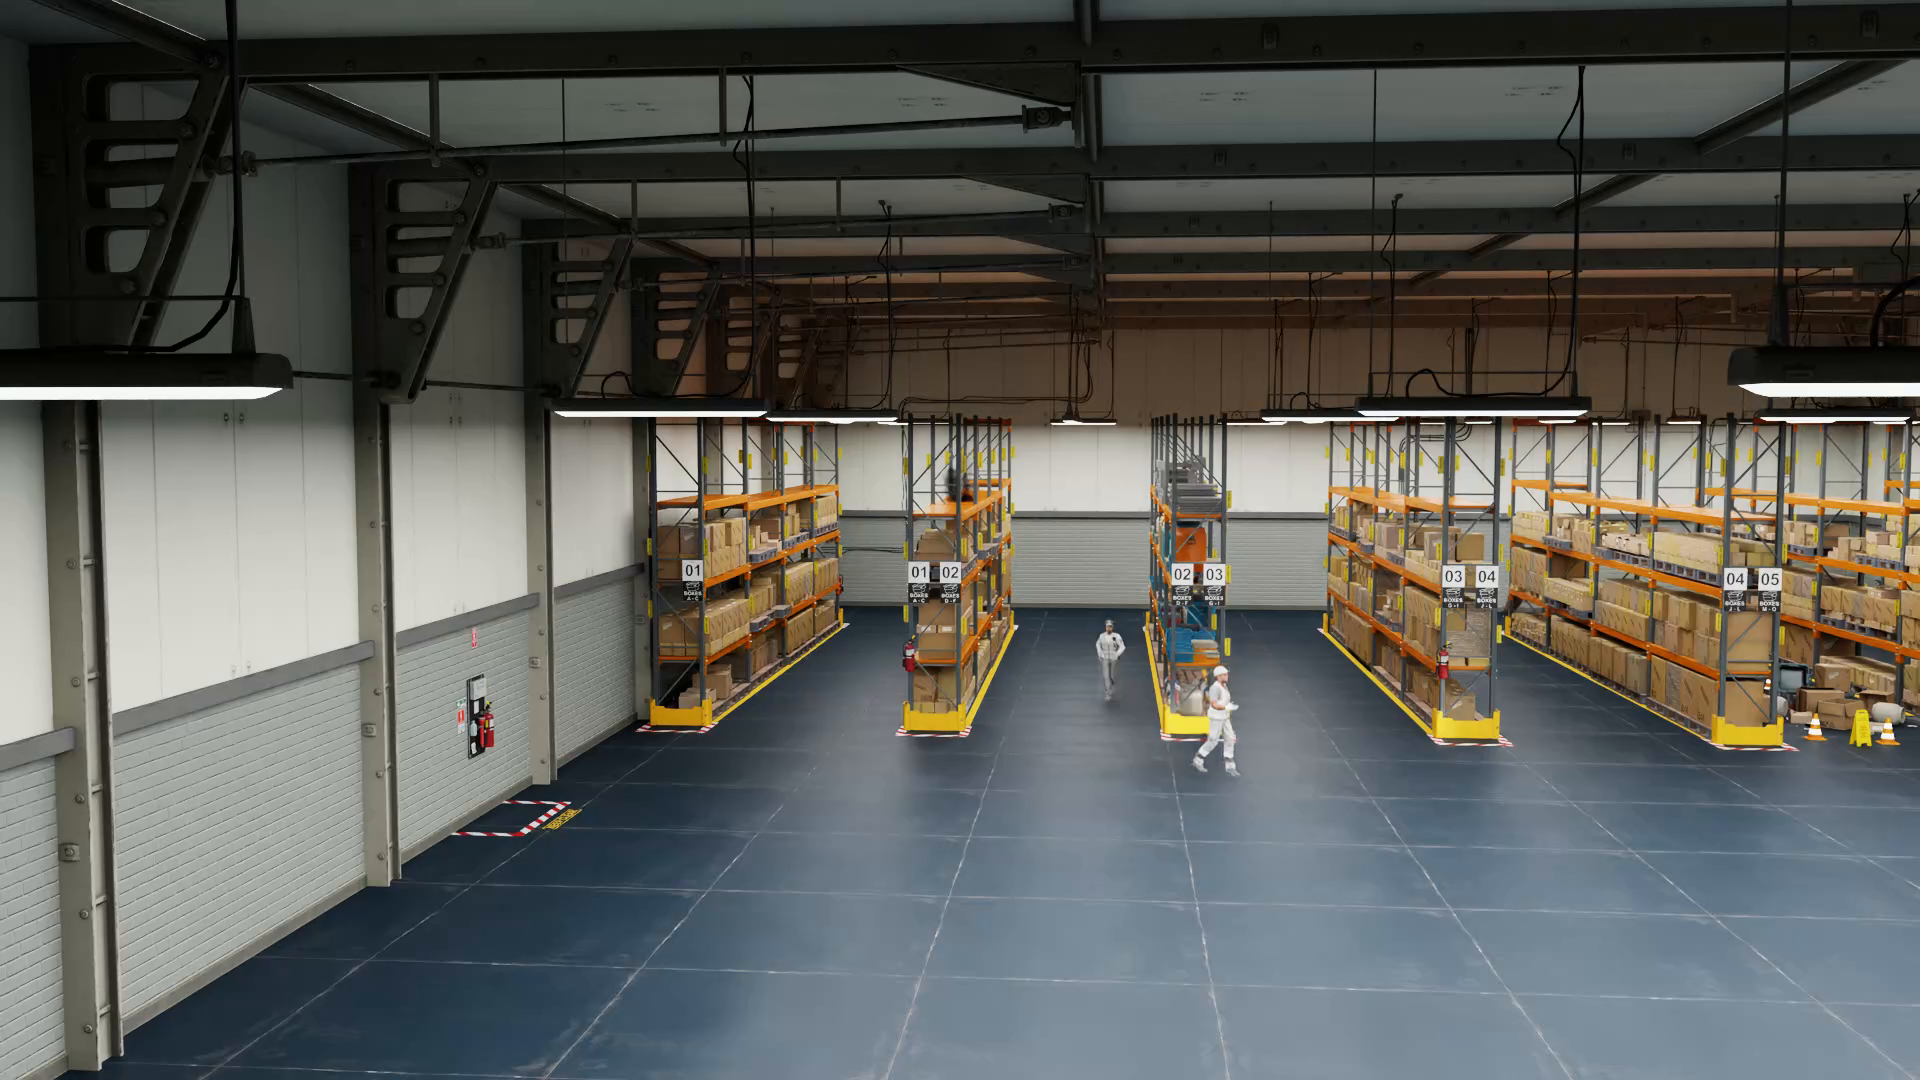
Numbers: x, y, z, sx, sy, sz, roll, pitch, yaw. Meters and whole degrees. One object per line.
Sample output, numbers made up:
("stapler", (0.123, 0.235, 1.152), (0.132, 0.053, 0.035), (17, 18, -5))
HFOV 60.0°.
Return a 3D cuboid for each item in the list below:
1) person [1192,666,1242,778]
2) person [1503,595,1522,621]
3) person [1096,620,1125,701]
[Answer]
("person", (4.238, 2.986, 27.364), (0.817, 1.844, 0.683), (2, 4, 30))
("person", (15.813, 1.712, 47.497), (0.496, 1.675, 0.952), (2, 4, 29))
("person", (3.179, 2.527, 35.214), (0.632, 1.694, 0.797), (1, 4, 11))
